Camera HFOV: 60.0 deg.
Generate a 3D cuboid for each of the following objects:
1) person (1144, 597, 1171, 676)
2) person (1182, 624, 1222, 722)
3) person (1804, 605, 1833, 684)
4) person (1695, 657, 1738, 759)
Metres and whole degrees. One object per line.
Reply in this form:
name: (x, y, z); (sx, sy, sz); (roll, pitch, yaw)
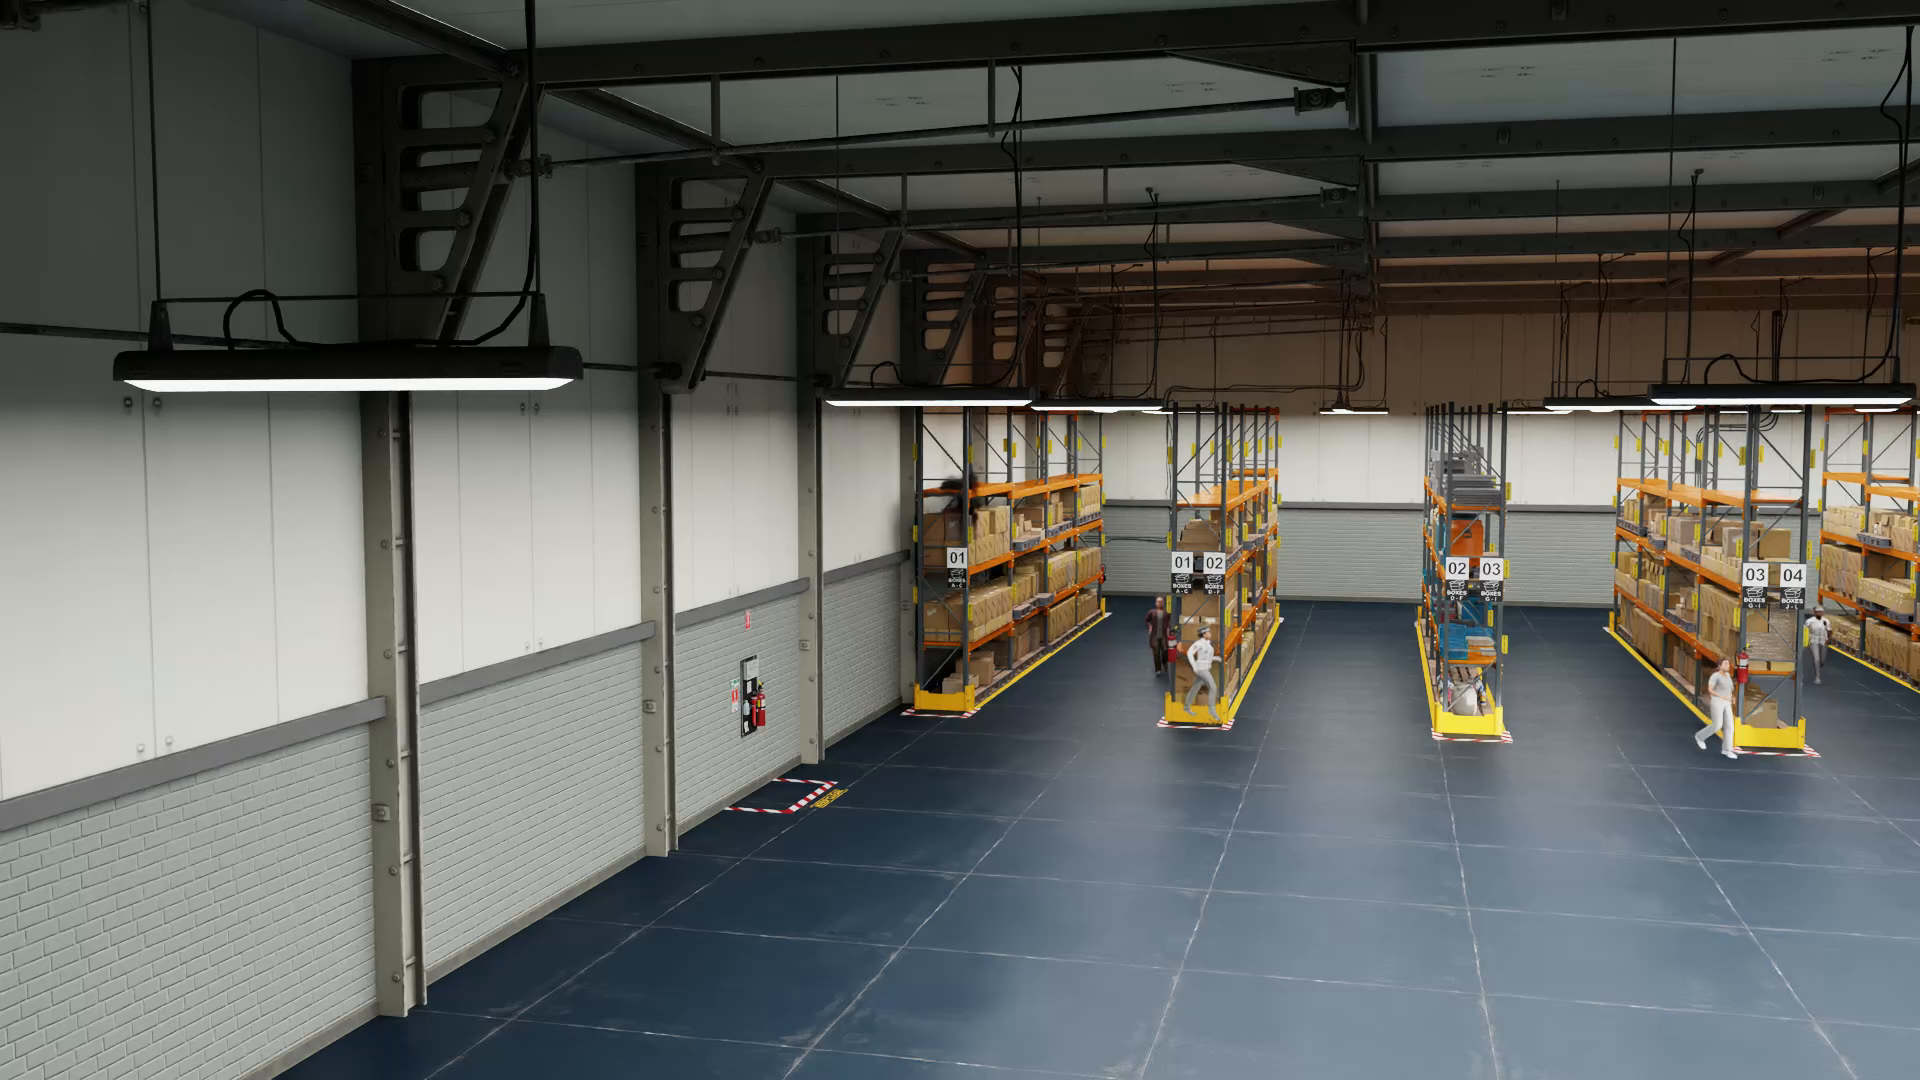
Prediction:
person: (4.422, 2.136, 36.826); (0.705, 1.725, 0.646); (1, 4, 8)
person: (4.396, 2.389, 30.134); (0.746, 1.739, 0.628); (2, 5, 22)
person: (18.556, 2.237, 35.990); (0.590, 1.683, 0.732); (1, 4, 15)
person: (12.872, 2.814, 28.209); (0.574, 1.684, 0.813); (-2, 5, -25)
